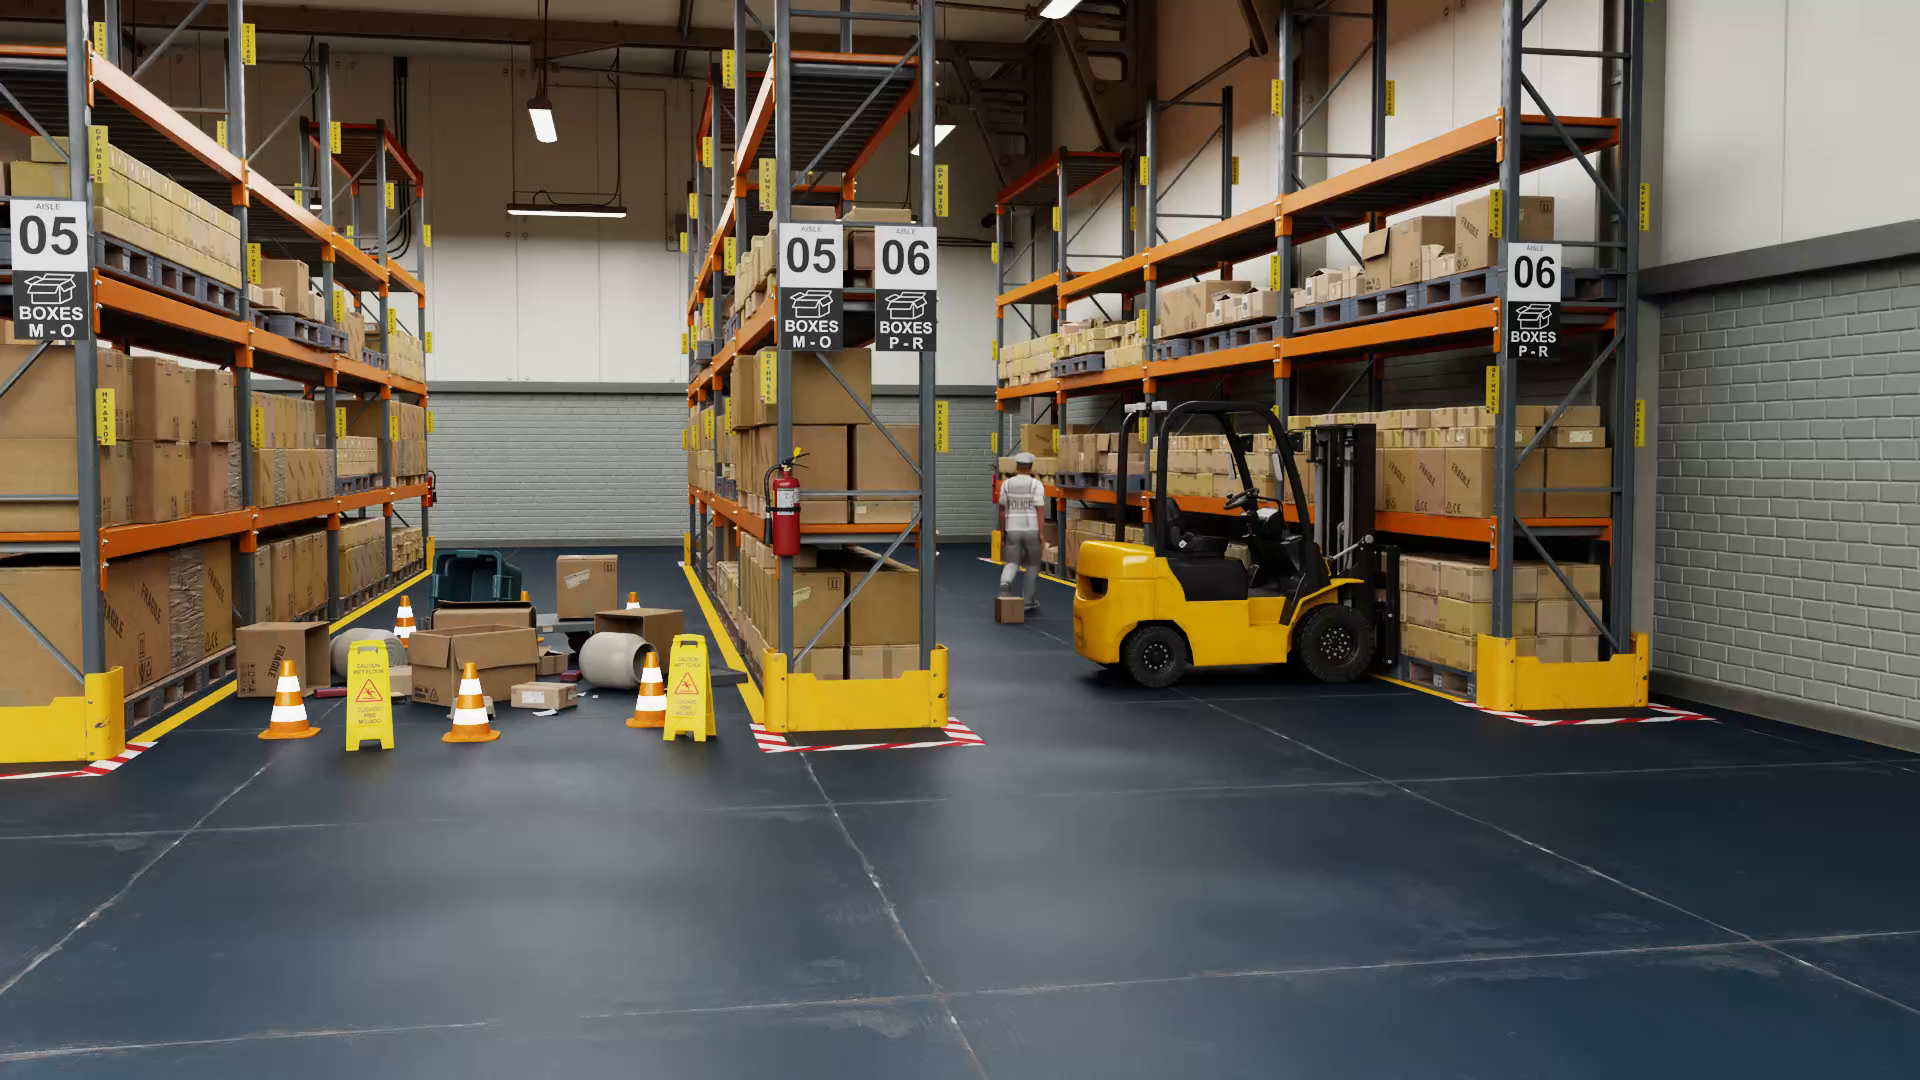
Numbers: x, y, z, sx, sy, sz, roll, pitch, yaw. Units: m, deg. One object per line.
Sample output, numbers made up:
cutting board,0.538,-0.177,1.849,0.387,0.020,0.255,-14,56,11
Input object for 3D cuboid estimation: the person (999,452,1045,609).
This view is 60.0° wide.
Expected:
person,0.678,-0.099,18.454,0.542,1.745,0.760,1,3,19
